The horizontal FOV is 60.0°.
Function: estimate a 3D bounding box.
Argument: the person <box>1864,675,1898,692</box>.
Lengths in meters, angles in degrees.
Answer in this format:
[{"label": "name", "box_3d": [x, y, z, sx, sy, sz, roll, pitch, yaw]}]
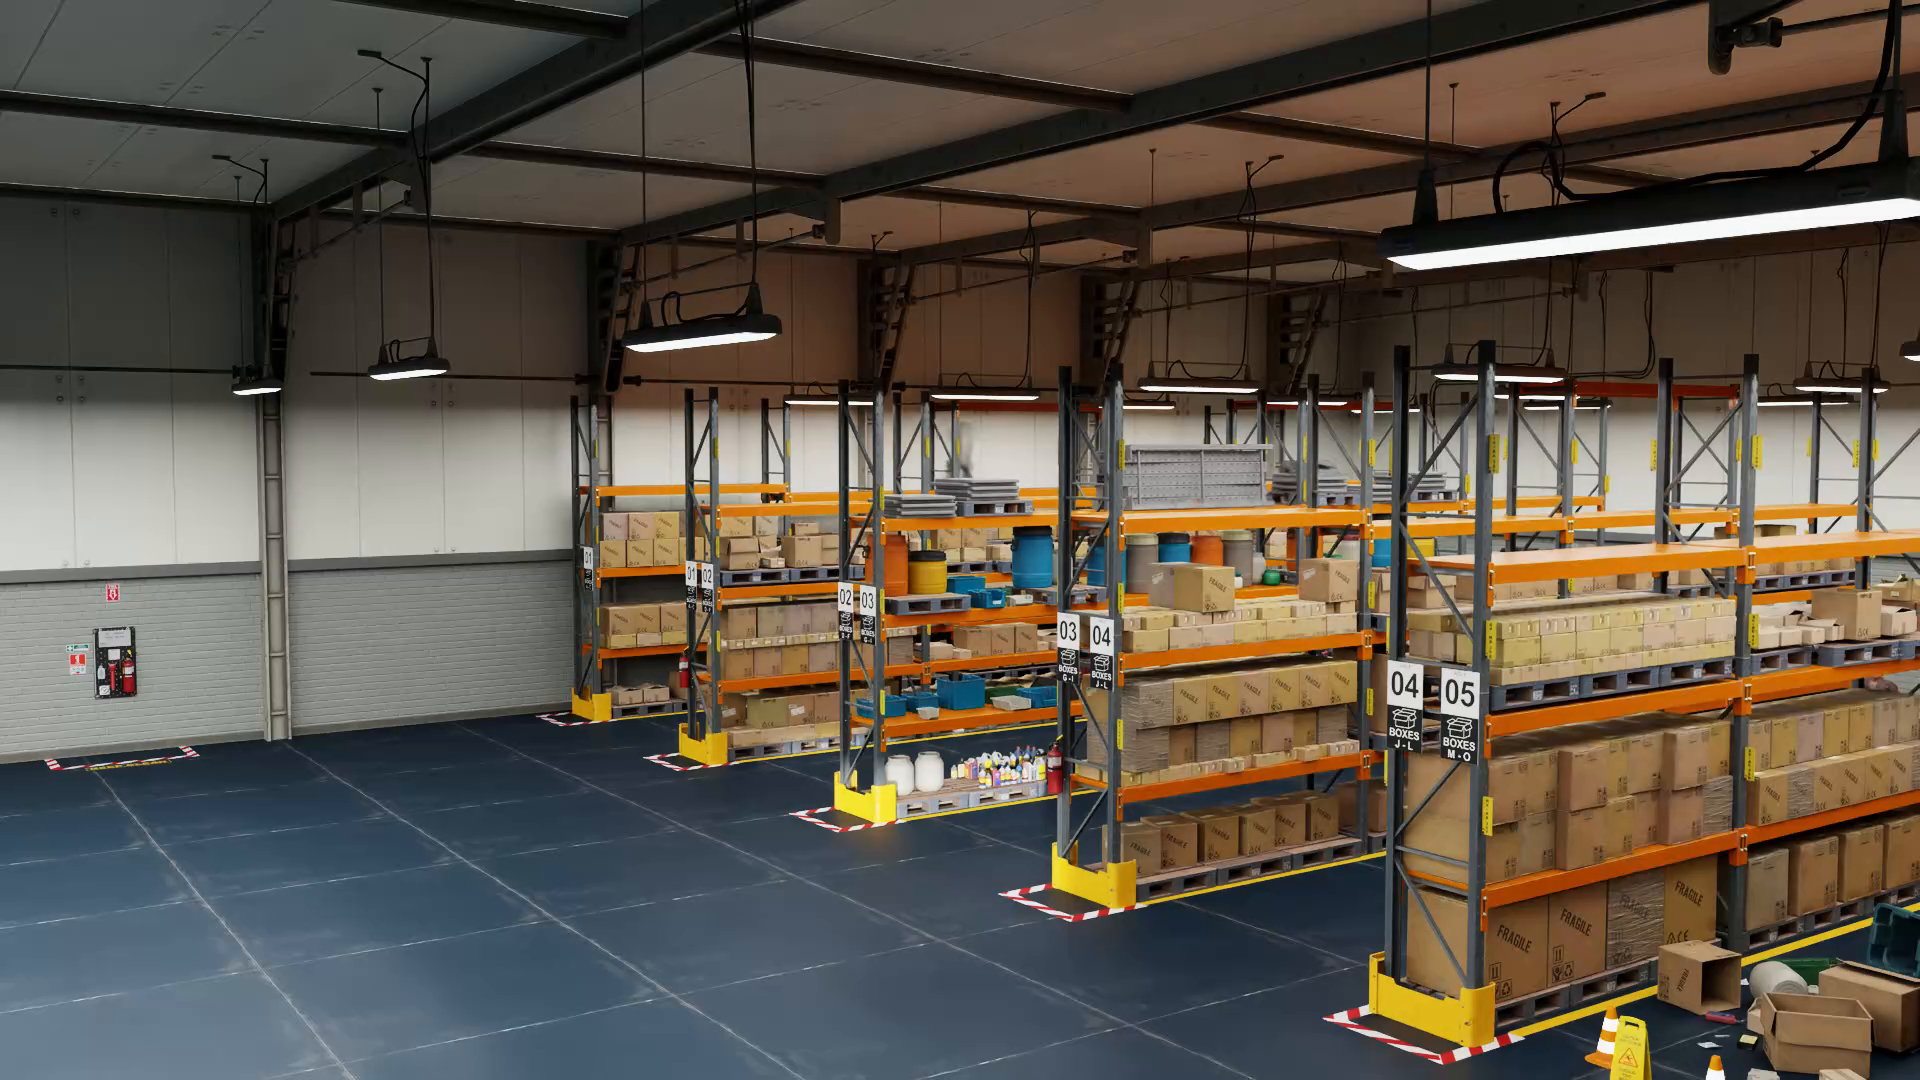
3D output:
[{"label": "person", "box_3d": [13.804, 2.742, 25.091, 1.011, 1.800, 0.691, -3, 5, -42]}]
